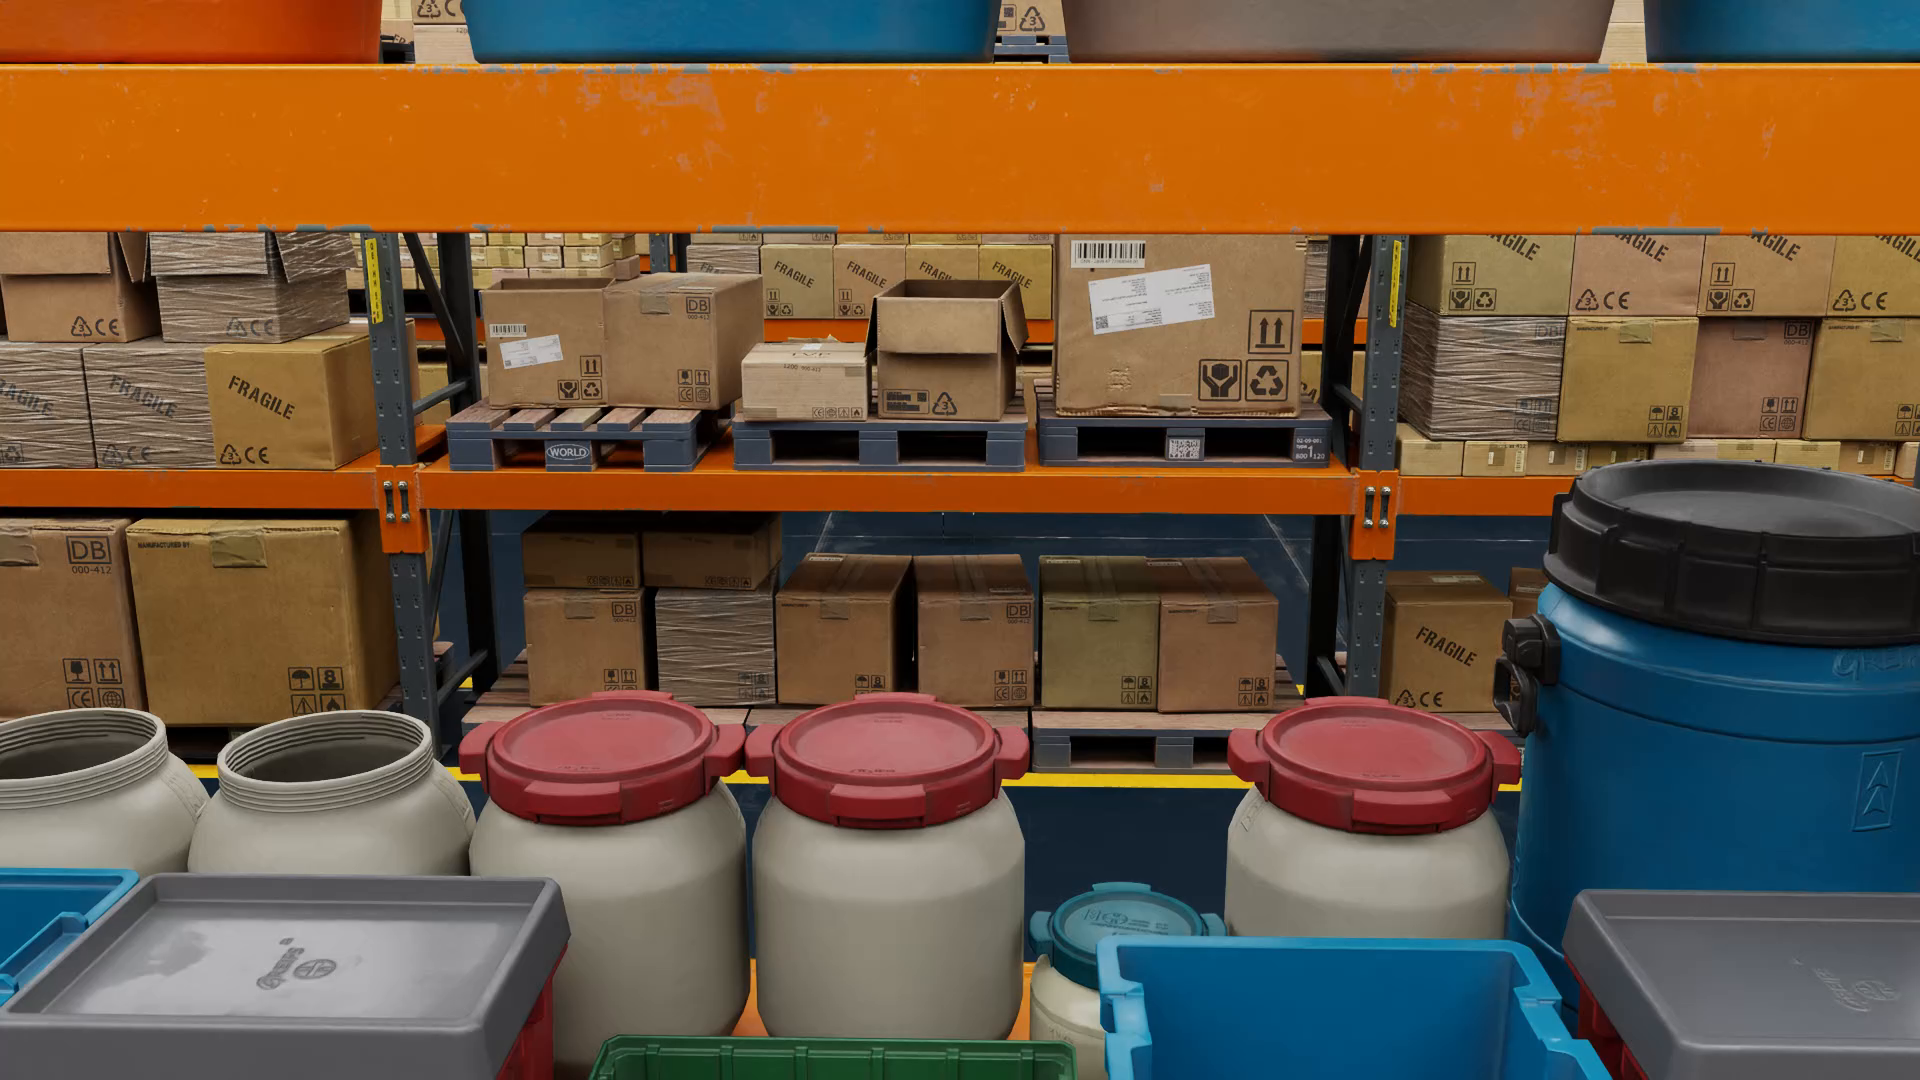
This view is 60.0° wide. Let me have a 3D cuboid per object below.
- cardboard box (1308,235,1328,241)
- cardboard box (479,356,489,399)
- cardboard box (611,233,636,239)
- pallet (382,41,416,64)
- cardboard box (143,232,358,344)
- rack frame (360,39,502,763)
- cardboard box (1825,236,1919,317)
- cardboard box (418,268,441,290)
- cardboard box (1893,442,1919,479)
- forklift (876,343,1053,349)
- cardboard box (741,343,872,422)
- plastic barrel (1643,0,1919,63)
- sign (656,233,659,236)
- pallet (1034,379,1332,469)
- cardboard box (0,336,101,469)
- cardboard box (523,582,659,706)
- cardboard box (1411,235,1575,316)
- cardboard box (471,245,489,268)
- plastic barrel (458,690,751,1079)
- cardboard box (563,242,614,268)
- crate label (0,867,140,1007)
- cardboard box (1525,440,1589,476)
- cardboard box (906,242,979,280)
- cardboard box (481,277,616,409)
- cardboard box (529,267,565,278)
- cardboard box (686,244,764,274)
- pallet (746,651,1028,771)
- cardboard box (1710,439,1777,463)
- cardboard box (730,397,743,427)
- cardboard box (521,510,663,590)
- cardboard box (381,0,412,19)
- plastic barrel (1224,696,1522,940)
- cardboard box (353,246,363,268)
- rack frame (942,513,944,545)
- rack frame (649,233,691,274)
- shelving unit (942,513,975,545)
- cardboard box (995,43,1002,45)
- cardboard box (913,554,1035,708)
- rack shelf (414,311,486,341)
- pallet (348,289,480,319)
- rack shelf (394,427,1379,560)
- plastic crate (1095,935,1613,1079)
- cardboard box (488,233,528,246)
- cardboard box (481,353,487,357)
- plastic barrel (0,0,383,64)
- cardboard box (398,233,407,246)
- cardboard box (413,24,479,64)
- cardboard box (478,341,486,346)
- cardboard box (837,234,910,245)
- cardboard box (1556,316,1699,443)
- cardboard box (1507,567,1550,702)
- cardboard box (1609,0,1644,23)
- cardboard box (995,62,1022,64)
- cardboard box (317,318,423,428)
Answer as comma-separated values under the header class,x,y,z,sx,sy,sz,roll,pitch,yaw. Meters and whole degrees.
class,x,y,z,sx,sy,sz,roll,pitch,yaw
cardboard box,2.296,-2.424,11.736,0.550,0.550,0.875,0,15,1
cardboard box,-3.266,-1.161,11.969,0.500,0.250,0.500,1,15,2
cardboard box,-2.532,-2.288,12.135,0.250,0.149,0.380,0,15,2
pallet,-2.944,-1.952,6.848,1.003,0.211,1.213,1,15,4
cardboard box,-3.029,-1.144,7.135,0.637,0.503,0.797,1,15,3
rack frame,-2.299,-0.602,7.242,0.127,3.000,1.000,0,15,1
cardboard box,3.643,-1.177,6.683,0.500,0.500,0.500,0,15,1
cardboard box,-3.599,-1.841,11.609,0.250,0.149,0.380,0,15,-1
cardboard box,3.906,-0.361,6.819,0.250,0.149,0.380,0,15,1
forklift,0.697,-2.530,14.686,3.031,2.935,1.130,-1,15,-4
cardboard box,-0.629,-0.663,6.944,0.500,0.250,0.500,0,15,0
plastic barrel,1.060,-0.954,1.712,0.708,0.901,0.600,0,15,1
sign,-2.075,-2.249,11.371,0.005,0.325,0.100,0,15,1
pallet,0.940,-0.525,7.327,1.213,0.211,1.003,0,15,1
cardboard box,-3.816,-0.598,7.029,0.500,0.500,0.500,0,15,0
cardboard box,-1.628,0.393,7.507,0.500,0.500,0.700,0,15,-2
cardboard box,2.143,-1.184,6.708,0.500,0.500,0.500,0,15,1
cardboard box,-3.357,-1.983,11.562,0.250,0.149,0.380,0,15,2
plastic barrel,-0.543,0.552,2.603,0.433,0.535,0.433,0,15,0
cardboard box,-2.576,-1.979,11.546,0.250,0.149,0.380,1,15,3
crate label,-1.439,0.719,2.164,0.616,0.435,0.502,0,15,1
cardboard box,2.407,-0.377,6.881,0.250,0.149,0.380,0,15,1
cardboard box,-0.119,-1.833,11.712,0.500,0.500,0.500,0,15,1
cardboard box,-1.758,-0.860,7.201,0.500,0.500,0.500,-1,15,-5
cardboard box,-2.824,-1.836,11.588,0.250,0.149,0.380,0,15,1
cardboard box,-1.629,-1.843,11.749,0.500,0.500,0.500,1,15,2
pallet,-0.301,0.760,7.544,1.213,0.211,1.003,0,15,1
cardboard box,3.157,-0.375,6.872,0.250,0.149,0.380,0,15,1
cardboard box,-1.465,-0.955,12.165,0.750,0.750,1.050,0,15,1
cardboard box,-1.628,0.028,7.421,0.500,0.250,0.500,1,15,4
cardboard box,-3.768,-3.675,11.311,0.258,0.266,0.396,0,15,1
plastic barrel,0.623,0.559,2.574,0.433,0.535,0.433,0,15,0
cardboard box,-4.124,-1.988,11.582,0.250,0.149,0.380,0,15,0
rack frame,-0.110,-0.436,10.728,0.006,0.900,0.240,0,15,1
rack frame,-2.071,-1.866,12.034,0.127,3.000,1.000,0,15,1
shelving unit,-0.008,-0.435,10.725,0.210,0.900,0.258,0,15,1
cardboard box,0.170,-3.454,11.328,0.500,0.311,0.500,0,15,-1
cardboard box,0.051,0.399,7.485,0.500,0.500,0.700,-1,15,-3
rack shelf,-4.070,-1.531,12.175,4.000,0.370,1.077,0,15,1
pallet,-4.051,-1.776,12.067,1.213,0.211,1.003,0,15,1
rack shelf,-0.299,-0.241,7.284,4.000,0.370,1.077,0,15,1
plastic crate,0.463,0.767,2.084,0.575,0.384,0.392,0,15,1
cardboard box,-3.086,-2.126,11.520,0.250,0.149,0.380,1,15,3
cardboard box,-3.261,-1.293,12.467,0.500,0.250,0.500,0,15,1
plastic barrel,-0.956,-0.932,1.771,0.708,0.830,0.600,0,15,1
cardboard box,-3.865,-2.131,11.539,0.250,0.149,0.380,1,15,4
cardboard box,-1.835,-1.912,6.621,0.500,0.250,0.500,1,15,2
cardboard box,-4.519,-2.343,17.184,0.875,0.875,0.875,1,15,3
cardboard box,-0.604,-2.387,11.851,0.500,0.500,0.700,0,15,1
cardboard box,2.647,-0.737,6.975,0.500,0.500,0.875,0,15,1
cardboard box,2.672,0.444,7.353,0.500,0.500,0.500,5,16,19
cardboard box,2.557,-2.074,6.455,0.250,0.149,0.380,0,15,2
cardboard box,0.350,-4.659,16.210,0.500,0.250,0.500,1,15,2
cardboard box,-2.778,-0.723,7.504,0.500,0.500,0.500,1,15,3
